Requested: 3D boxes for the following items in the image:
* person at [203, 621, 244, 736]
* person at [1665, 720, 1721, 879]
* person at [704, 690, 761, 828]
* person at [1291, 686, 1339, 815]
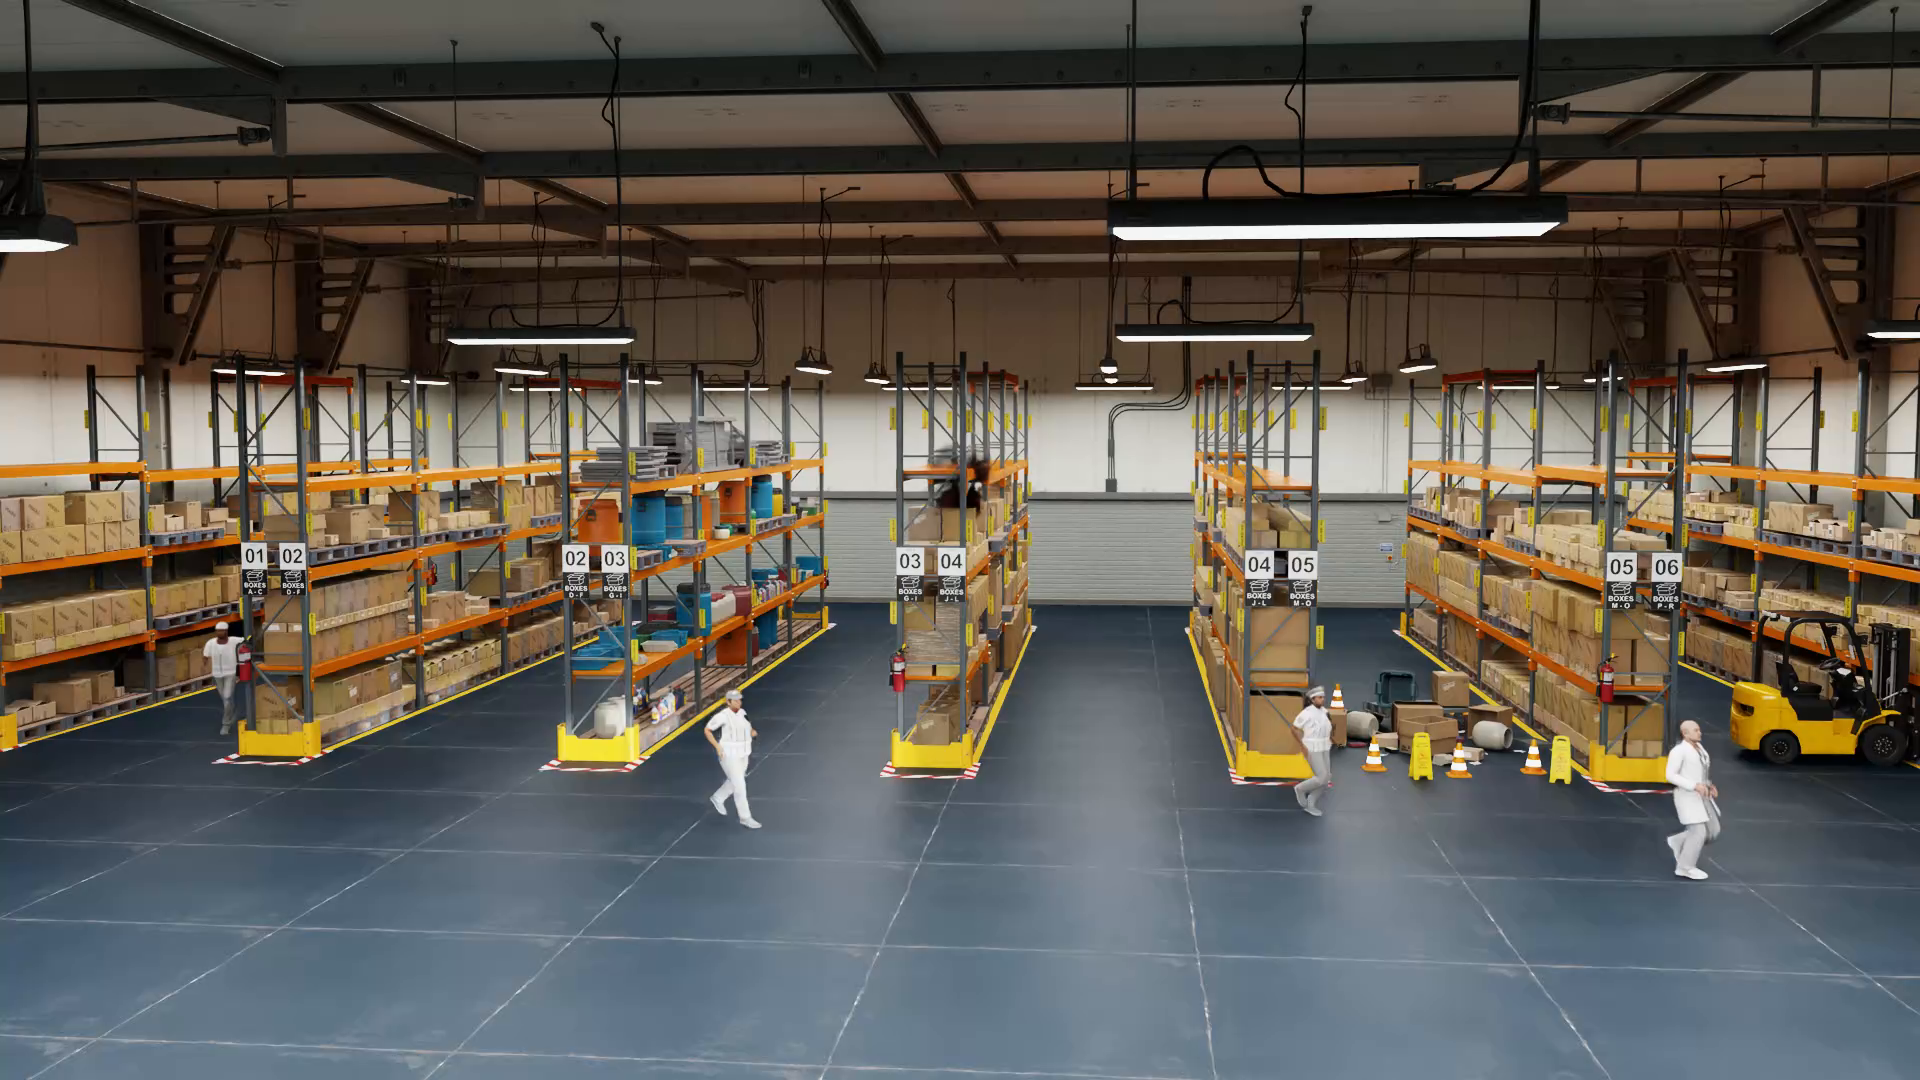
[{"bbox_3d":[-11.888,2.200,26.905,0.640,1.796,0.890,0,4,2],"label":"person"},{"bbox_3d":[8.033,2.839,18.231,0.706,1.727,0.661,-3,5,-35],"label":"person"},{"bbox_3d":[-2.809,2.689,20.663,0.940,1.650,0.603,3,5,34],"label":"person"},{"bbox_3d":[4.557,2.679,21.142,0.574,1.663,0.547,-3,5,-38],"label":"person"}]
